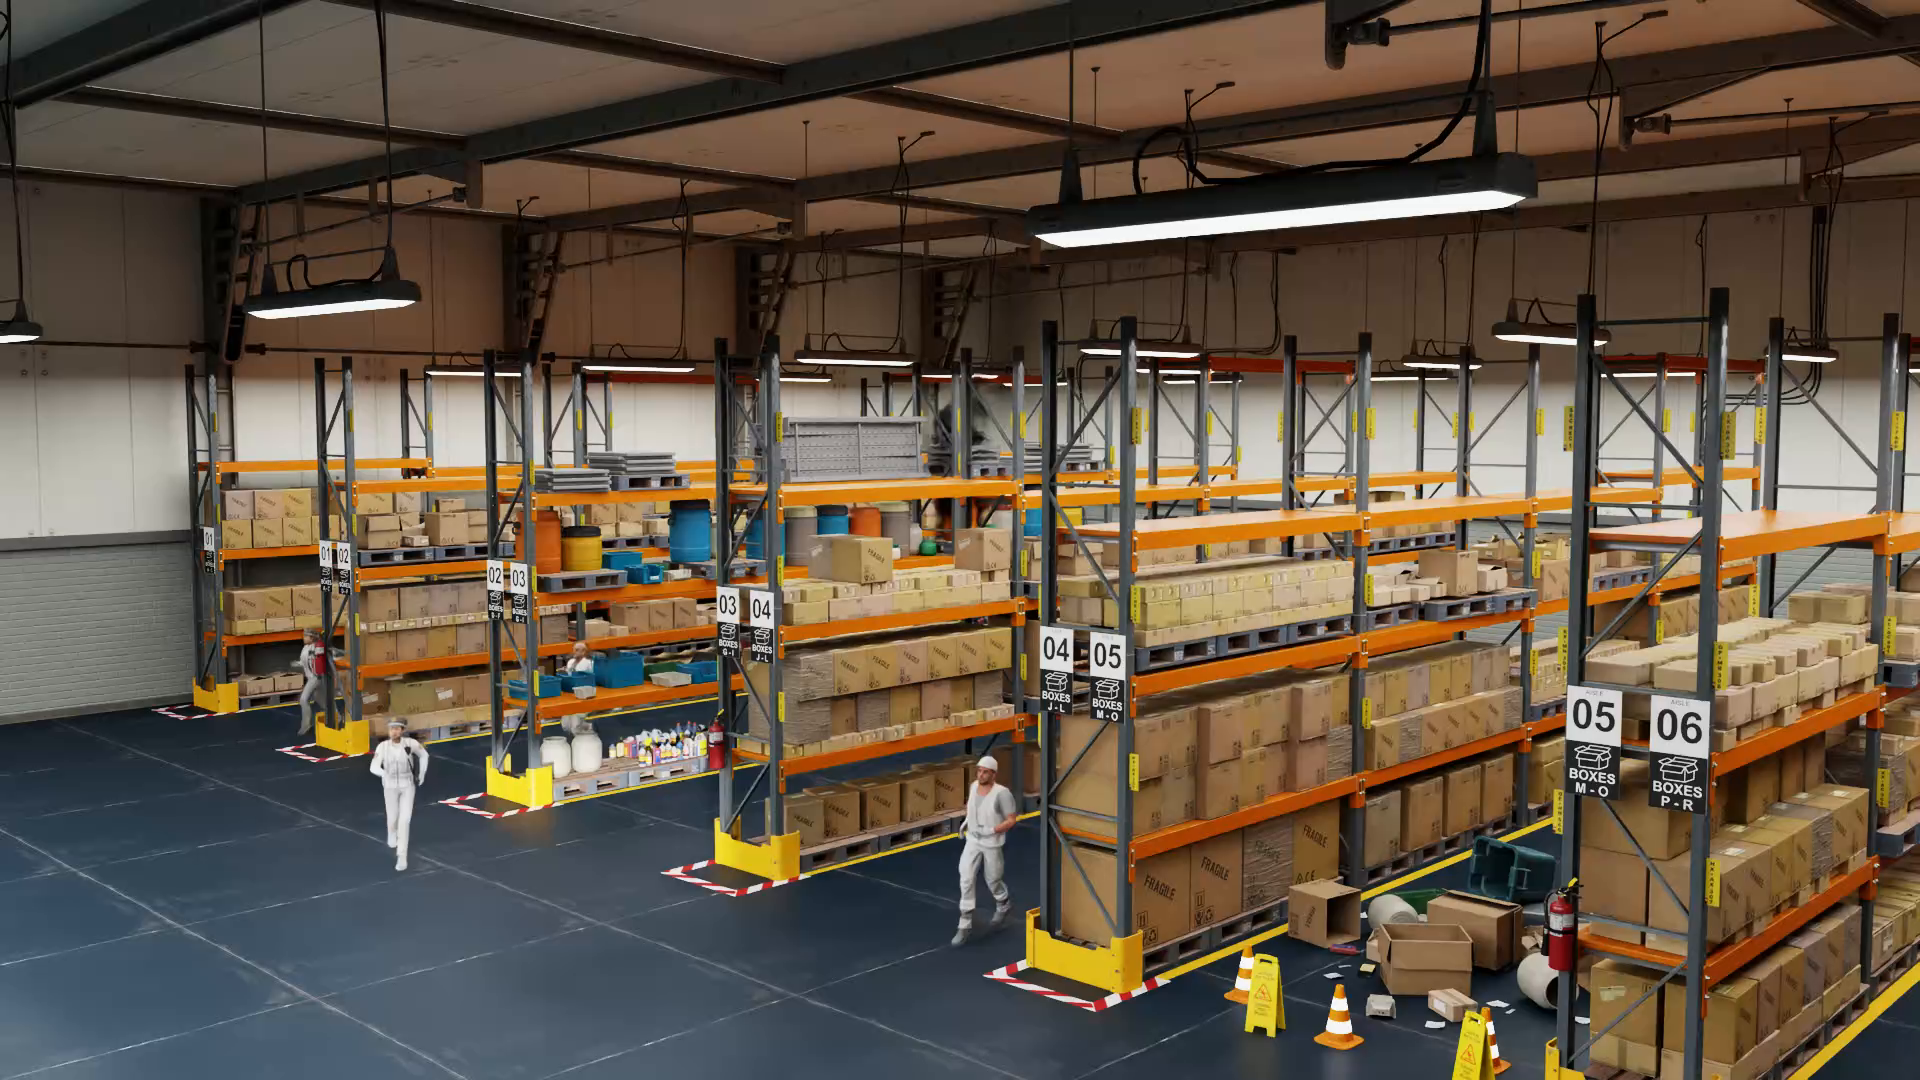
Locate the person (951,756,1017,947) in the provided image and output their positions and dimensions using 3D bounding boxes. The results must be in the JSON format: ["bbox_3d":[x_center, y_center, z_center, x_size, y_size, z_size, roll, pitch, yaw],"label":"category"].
[{"bbox_3d":[0.270,3.019,16.365,0.675,1.823,0.899,3,5,30],"label":"person"}]

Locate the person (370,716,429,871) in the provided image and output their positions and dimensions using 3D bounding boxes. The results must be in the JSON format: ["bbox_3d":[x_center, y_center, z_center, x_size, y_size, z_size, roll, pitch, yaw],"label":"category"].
[{"bbox_3d":[-6.447,2.860,19.153,0.623,1.702,0.935,-1,4,-12],"label":"person"}]

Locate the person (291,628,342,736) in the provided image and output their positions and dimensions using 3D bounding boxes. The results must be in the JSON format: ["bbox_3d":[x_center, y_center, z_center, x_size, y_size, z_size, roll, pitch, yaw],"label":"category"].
[{"bbox_3d":[-10.424,2.272,26.961,0.810,1.723,0.635,-4,6,-43],"label":"person"}]

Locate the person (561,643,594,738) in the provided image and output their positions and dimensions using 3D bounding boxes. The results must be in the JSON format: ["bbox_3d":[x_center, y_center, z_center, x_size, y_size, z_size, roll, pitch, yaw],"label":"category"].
[{"bbox_3d":[-5.688,2.406,24.929,0.709,1.725,0.640,3,5,30],"label":"person"}]
